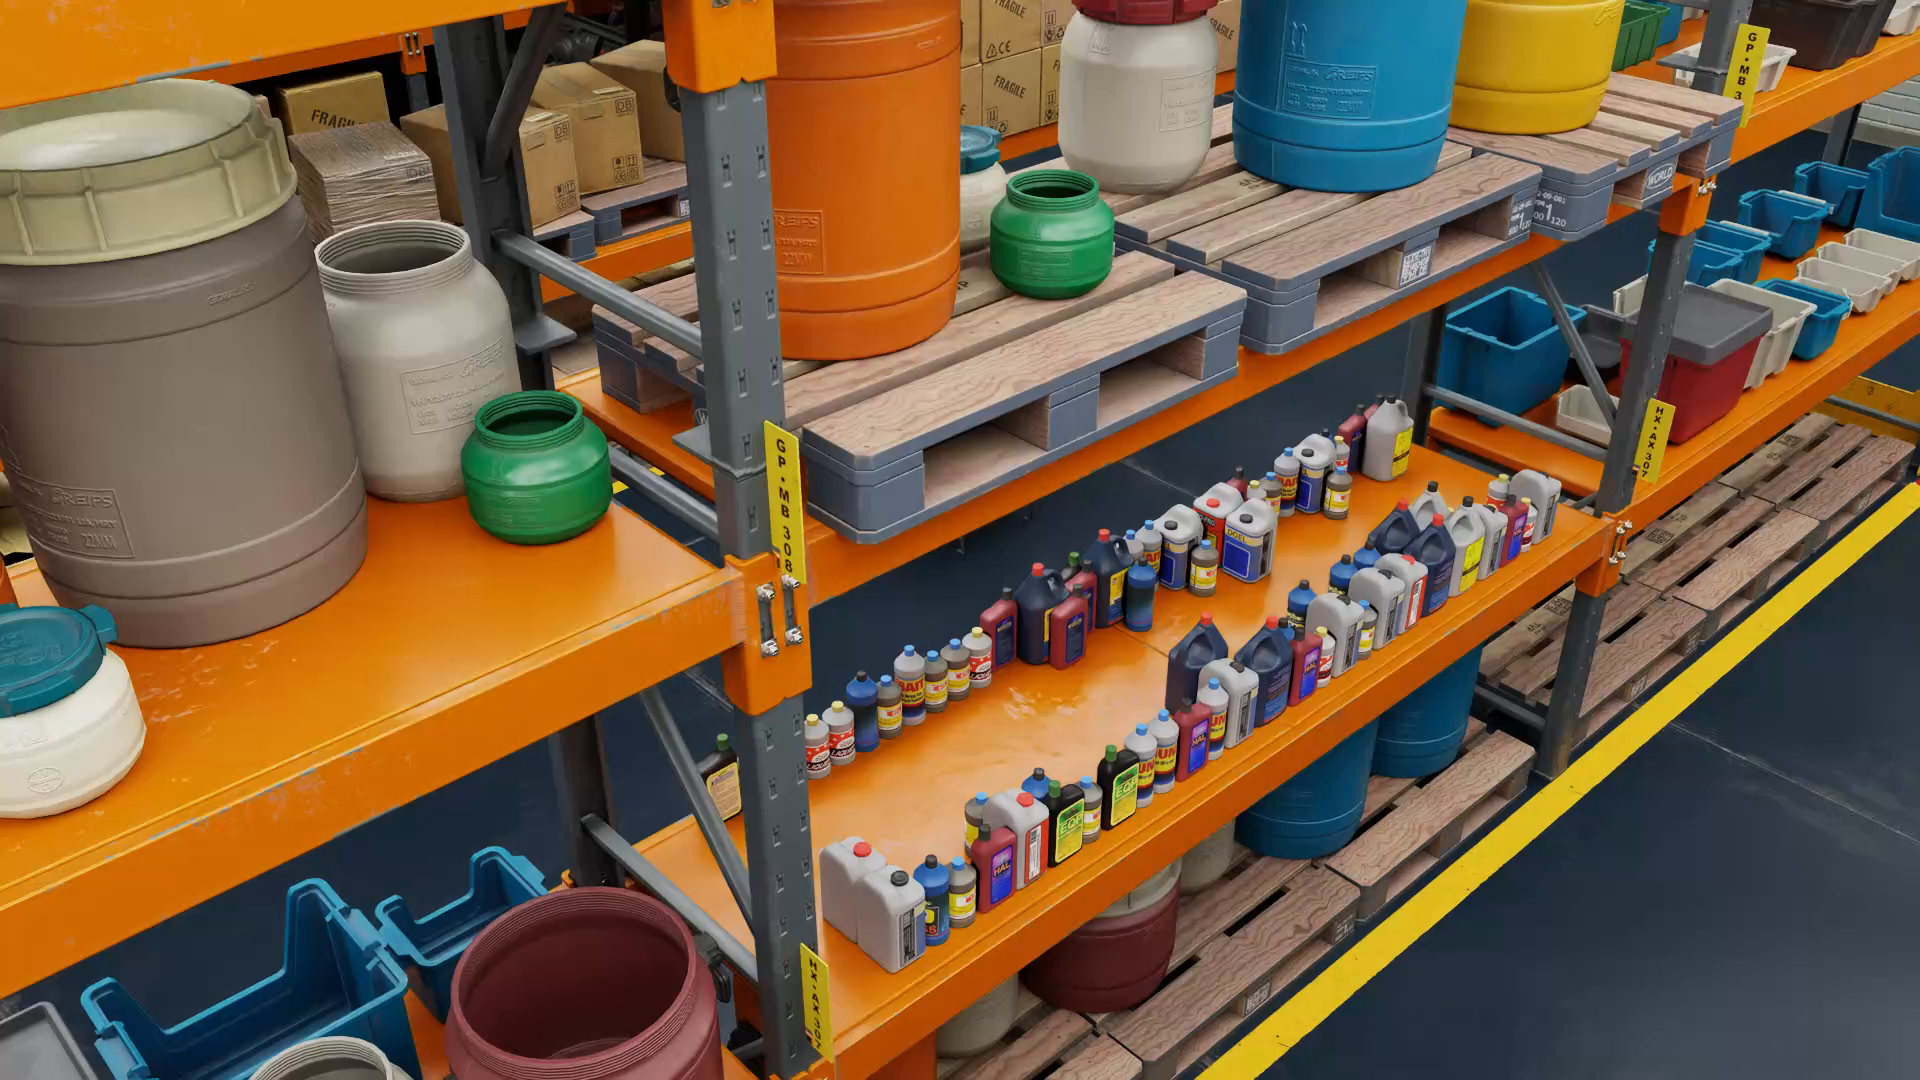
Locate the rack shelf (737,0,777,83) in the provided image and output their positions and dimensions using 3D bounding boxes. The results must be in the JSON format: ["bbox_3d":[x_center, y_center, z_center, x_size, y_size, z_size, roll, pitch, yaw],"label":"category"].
[{"bbox_3d":[0.750,-1.834,4.196,4.000,0.370,1.077,-26,40,-35],"label":"rack shelf"}]

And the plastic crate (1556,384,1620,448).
[{"bbox_3d":[2.655,-0.485,6.863,0.243,0.136,0.396,-26,40,-35],"label":"plastic crate"}]

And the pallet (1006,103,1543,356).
[{"bbox_3d":[0.878,-0.942,4.720,1.213,0.211,1.003,-26,40,-35],"label":"pallet"}]

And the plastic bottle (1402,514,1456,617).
[{"bbox_3d":[1.629,0.077,5.797,0.185,0.351,0.144,-26,40,-35],"label":"plastic bottle"}]

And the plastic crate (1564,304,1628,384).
[{"bbox_3d":[2.855,-0.869,7.502,0.590,0.125,0.437,-26,40,-35],"label":"plastic crate"}]

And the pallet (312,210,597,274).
[{"bbox_3d":[-2.659,-1.548,8.591,1.213,0.211,1.003,-26,40,-35],"label":"pallet"}]

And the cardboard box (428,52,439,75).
[{"bbox_3d":[-4.143,-3.891,13.610,0.250,0.149,0.380,-26,40,-36],"label":"cardboard box"}]

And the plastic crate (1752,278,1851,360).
[{"bbox_3d":[3.818,-1.008,7.626,0.300,0.233,0.416,-26,40,-35],"label":"plastic crate"}]

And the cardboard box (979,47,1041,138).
[{"bbox_3d":[0.152,-2.836,10.417,0.500,0.500,0.500,-26,40,-36],"label":"cardboard box"}]

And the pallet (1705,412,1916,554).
[{"bbox_3d":[4.519,-0.413,9.223,1.213,0.211,1.003,-26,40,-35],"label":"pallet"}]

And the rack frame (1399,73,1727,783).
[{"bbox_3d":[2.216,-0.461,6.629,0.127,3.000,1.000,-26,40,-35],"label":"rack frame"}]

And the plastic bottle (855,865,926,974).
[{"bbox_3d":[-0.180,0.981,4.390,0.135,0.276,0.152,-26,40,-35],"label":"plastic bottle"}]

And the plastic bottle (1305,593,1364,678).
[{"bbox_3d":[1.241,0.294,5.514,0.135,0.276,0.152,-26,40,-35],"label":"plastic bottle"}]

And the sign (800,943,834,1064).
[{"bbox_3d":[-0.337,1.096,3.926,0.005,0.325,0.100,-26,40,-35],"label":"sign"}]

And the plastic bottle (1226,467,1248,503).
[{"bbox_3d":[1.006,-0.130,6.198,0.133,0.283,0.061,-26,40,-35],"label":"plastic bottle"}]

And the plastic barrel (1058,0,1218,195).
[{"bbox_3d":[0.481,-1.246,4.504,0.433,0.535,0.433,0,31,0],"label":"plastic barrel"}]

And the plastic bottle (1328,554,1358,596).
[{"bbox_3d":[1.312,0.172,5.716,0.097,0.271,0.097,0,31,0],"label":"plastic bottle"}]

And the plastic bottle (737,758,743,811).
[{"bbox_3d":[-0.613,0.702,4.918,0.097,0.201,0.097,0,31,0],"label":"plastic bottle"}]

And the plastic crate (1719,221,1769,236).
[{"bbox_3d":[3.956,-1.509,8.537,0.298,0.136,0.250,-26,40,-35],"label":"plastic crate"}]

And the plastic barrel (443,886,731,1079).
[{"bbox_3d":[-0.851,1.180,3.815,0.708,0.536,0.600,-26,40,-35],"label":"plastic barrel"}]

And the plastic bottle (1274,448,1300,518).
[{"bbox_3d":[1.246,-0.227,6.370,0.097,0.271,0.097,0,31,0],"label":"plastic bottle"}]

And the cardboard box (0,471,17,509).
[{"bbox_3d":[-4.666,-0.111,7.751,0.500,0.311,0.500,-24,39,-34],"label":"cardboard box"}]

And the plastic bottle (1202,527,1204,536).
[{"bbox_3d":[0.835,0.001,6.063,0.097,0.201,0.097,0,31,0],"label":"plastic bottle"}]

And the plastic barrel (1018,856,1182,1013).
[{"bbox_3d":[0.459,1.227,5.778,0.708,0.588,0.600,-26,40,-35],"label":"plastic barrel"}]

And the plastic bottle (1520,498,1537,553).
[{"bbox_3d":[2.081,-0.061,6.166,0.097,0.201,0.097,0,31,0],"label":"plastic bottle"}]

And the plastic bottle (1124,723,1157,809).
[{"bbox_3d":[0.530,0.659,4.921,0.097,0.271,0.097,0,31,0],"label":"plastic bottle"}]

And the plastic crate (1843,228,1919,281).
[{"bbox_3d":[4.675,-1.435,8.416,0.243,0.136,0.396,-26,40,-35],"label":"plastic crate"}]

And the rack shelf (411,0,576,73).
[{"bbox_3d":[-3.053,-4.654,14.175,4.000,0.370,1.077,-26,40,-35],"label":"rack shelf"}]

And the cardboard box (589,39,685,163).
[{"bbox_3d":[-1.648,-2.497,9.459,0.700,0.500,0.500,15,35,23],"label":"cardboard box"}]

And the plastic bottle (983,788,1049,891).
[{"bbox_3d":[0.160,0.817,4.658,0.135,0.276,0.152,-26,40,-35],"label":"plastic bottle"}]

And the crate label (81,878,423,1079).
[{"bbox_3d":[-1.629,1.191,3.892,0.616,0.435,0.502,-26,40,-35],"label":"crate label"}]

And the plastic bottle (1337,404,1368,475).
[{"bbox_3d":[1.560,-0.397,6.636,0.133,0.283,0.061,-26,40,-35],"label":"plastic bottle"}]

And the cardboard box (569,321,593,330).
[{"bbox_3d":[-2.424,-1.033,9.538,0.500,0.500,0.500,-25,40,-35],"label":"cardboard box"}]

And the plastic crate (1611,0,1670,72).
[{"bbox_3d":[2.322,-1.916,6.337,0.662,0.188,0.450,-26,40,-35],"label":"plastic crate"}]

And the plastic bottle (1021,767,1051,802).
[{"bbox_3d":[0.222,0.765,4.748,0.097,0.271,0.097,0,31,0],"label":"plastic bottle"}]

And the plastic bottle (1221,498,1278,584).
[{"bbox_3d":[1.042,-0.003,5.999,0.135,0.276,0.152,-26,40,-35],"label":"plastic bottle"}]

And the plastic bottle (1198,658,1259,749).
[{"bbox_3d":[0.837,0.489,5.194,0.135,0.276,0.152,-26,40,-35],"label":"plastic bottle"}]

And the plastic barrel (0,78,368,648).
[{"bbox_3d":[-1.466,-0.328,3.055,0.600,0.901,0.600,0,31,0],"label":"plastic barrel"}]

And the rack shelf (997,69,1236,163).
[{"bbox_3d":[0.318,-2.760,11.078,4.000,0.370,1.077,-26,40,-35],"label":"rack shelf"}]

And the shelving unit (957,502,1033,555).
[{"bbox_3d":[0.121,-0.571,8.533,0.503,1.200,0.258,-26,40,-35],"label":"shelving unit"}]

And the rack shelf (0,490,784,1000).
[{"bbox_3d":[-2.183,0.694,2.554,4.000,0.370,1.077,-26,40,-35],"label":"rack shelf"}]

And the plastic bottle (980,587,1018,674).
[{"bbox_3d":[0.128,0.295,5.504,0.133,0.283,0.061,-26,40,-35],"label":"plastic bottle"}]

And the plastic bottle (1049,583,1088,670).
[{"bbox_3d":[0.362,0.285,5.521,0.133,0.283,0.061,-26,40,-35],"label":"plastic bottle"}]

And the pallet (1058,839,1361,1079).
[{"bbox_3d":[0.727,1.421,6.224,1.213,0.211,1.003,-26,40,-35],"label":"pallet"}]

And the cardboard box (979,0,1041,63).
[{"bbox_3d":[0.143,-3.252,10.138,0.500,0.500,0.500,-27,41,-37],"label":"cardboard box"}]

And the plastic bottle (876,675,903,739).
[{"bbox_3d":[-0.230,0.516,5.221,0.097,0.201,0.097,0,31,0],"label":"plastic bottle"}]

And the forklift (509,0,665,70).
[{"bbox_3d":[-2.718,-3.337,11.398,3.031,2.935,1.130,-24,39,-34],"label":"forklift"}]

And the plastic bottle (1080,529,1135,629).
[{"bbox_3d":[0.506,0.113,5.737,0.185,0.351,0.144,-26,40,-35],"label":"plastic bottle"}]
